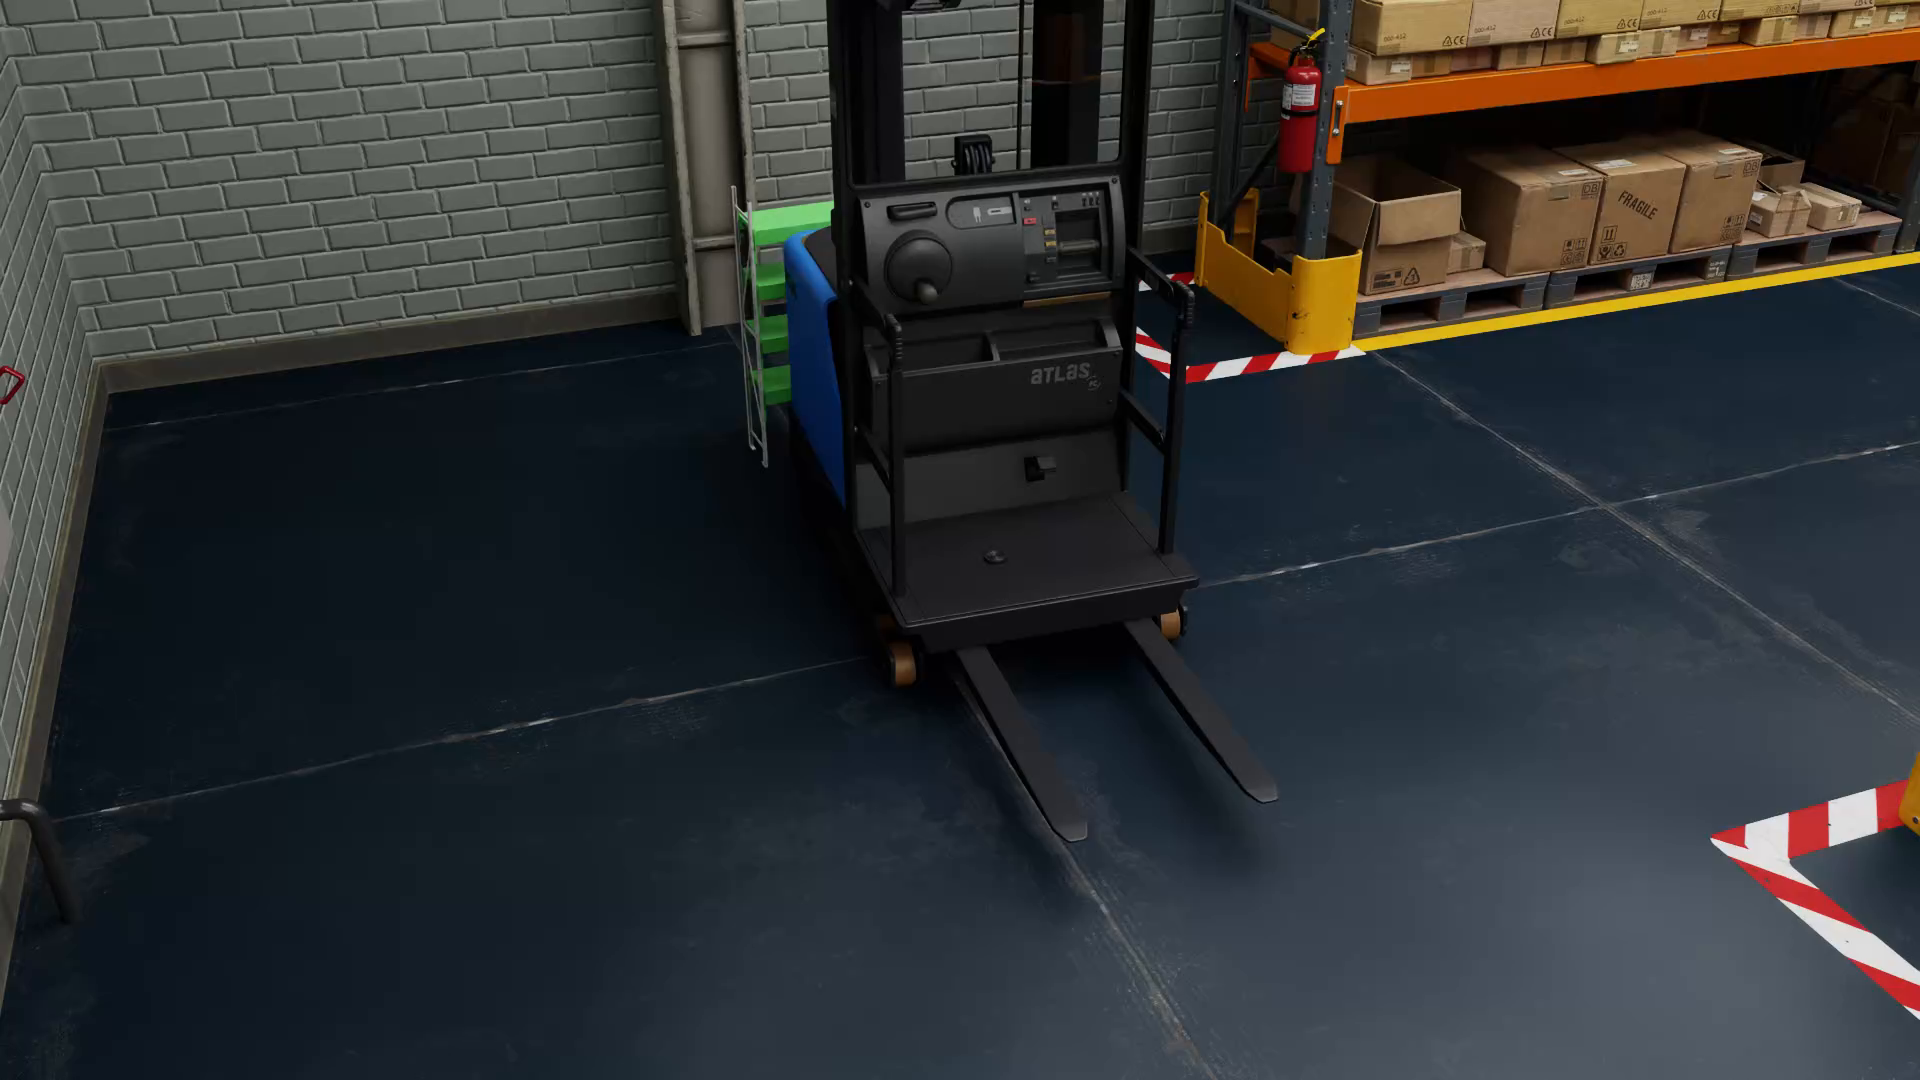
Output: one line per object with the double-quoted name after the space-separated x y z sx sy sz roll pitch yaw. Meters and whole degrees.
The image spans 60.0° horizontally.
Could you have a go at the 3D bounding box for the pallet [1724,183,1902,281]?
4.685 -1.872 9.823 1.213 0.211 1.003 -10 31 -18 "pallet"

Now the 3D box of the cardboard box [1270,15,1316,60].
1.797 -2.584 8.509 0.250 0.149 0.380 -11 31 -18 "cardboard box"

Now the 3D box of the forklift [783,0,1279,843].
0.185 -0.976 5.503 1.130 2.935 3.031 -9 31 -15 "forklift"

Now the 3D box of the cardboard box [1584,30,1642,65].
3.208 -2.531 8.416 0.250 0.149 0.380 -11 32 -19 "cardboard box"

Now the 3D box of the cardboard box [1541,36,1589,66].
2.945 -2.522 8.400 0.250 0.149 0.380 -10 31 -17 "cardboard box"

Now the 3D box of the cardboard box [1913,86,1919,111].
5.758 -2.518 9.586 0.250 0.149 0.380 -9 31 -15 "cardboard box"

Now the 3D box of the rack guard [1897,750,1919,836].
3.291 0.881 4.698 0.348 0.500 1.175 -10 31 -18 "rack guard"

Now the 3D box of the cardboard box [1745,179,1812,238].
4.574 -1.902 9.396 0.258 0.266 0.396 -9 31 -16 "cardboard box"

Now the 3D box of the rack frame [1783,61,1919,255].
5.329 -3.202 9.340 0.127 3.000 1.000 -10 31 -18 "rack frame"

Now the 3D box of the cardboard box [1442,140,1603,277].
3.001 -1.799 8.978 0.500 0.500 0.700 -9 31 -16 "cardboard box"

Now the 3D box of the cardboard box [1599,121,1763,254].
3.974 -1.978 9.292 0.500 0.500 0.700 -12 32 -19 "cardboard box"

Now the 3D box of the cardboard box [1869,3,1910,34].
4.881 -2.865 9.003 0.250 0.149 0.380 -10 31 -16 "cardboard box"

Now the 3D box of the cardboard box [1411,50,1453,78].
2.206 -2.397 8.181 0.250 0.149 0.380 -10 31 -16 "cardboard box"

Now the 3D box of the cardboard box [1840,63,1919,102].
5.573 -2.777 10.040 0.250 0.149 0.380 -12 32 -20 "cardboard box"

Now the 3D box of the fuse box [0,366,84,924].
-2.558 0.335 4.433 0.414 1.711 0.539 -10 31 -18 "fuse box"

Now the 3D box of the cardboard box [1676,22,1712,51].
3.665 -2.662 8.646 0.250 0.149 0.380 -11 31 -18 "cardboard box"

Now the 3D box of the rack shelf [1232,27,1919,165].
3.454 -2.544 8.912 4.000 0.370 1.077 -10 31 -18 "rack shelf"

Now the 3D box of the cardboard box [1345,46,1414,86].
1.983 -2.332 8.066 0.250 0.149 0.380 -11 31 -18 "cardboard box"

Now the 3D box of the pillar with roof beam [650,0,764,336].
0.239 -3.073 3.054 0.400 9.000 9.100 -10 31 -18 "pillar with roof beam"

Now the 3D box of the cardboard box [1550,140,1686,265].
3.531 -1.844 9.057 0.500 0.500 0.500 -10 31 -17 "cardboard box"

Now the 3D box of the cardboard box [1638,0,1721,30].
3.517 -2.803 8.491 0.500 0.250 0.500 -11 32 -19 "cardboard box"

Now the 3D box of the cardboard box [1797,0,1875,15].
4.472 -2.971 8.786 0.500 0.250 0.500 -10 31 -17 "cardboard box"

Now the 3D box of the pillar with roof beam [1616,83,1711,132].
5.863 -4.109 4.872 0.400 9.000 9.100 -10 31 -18 "pillar with roof beam"

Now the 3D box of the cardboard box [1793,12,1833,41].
4.391 -2.777 8.847 0.250 0.149 0.380 -10 31 -16 "cardboard box"

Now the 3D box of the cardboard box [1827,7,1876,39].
4.646 -2.809 8.904 0.250 0.149 0.380 -10 31 -16 "cardboard box"

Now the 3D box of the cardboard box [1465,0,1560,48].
2.571 -2.616 8.162 0.500 0.250 0.500 -10 31 -17 "cardboard box"

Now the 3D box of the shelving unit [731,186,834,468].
-0.673 -0.943 7.192 0.503 1.200 0.258 -12 32 -20 "shelving unit"

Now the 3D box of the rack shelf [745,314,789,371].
-0.673 -0.887 7.224 0.480 0.148 0.258 -12 32 -20 "rack shelf"

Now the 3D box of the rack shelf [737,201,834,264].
-0.673 -1.304 6.986 0.480 0.148 0.258 -12 32 -20 "rack shelf"

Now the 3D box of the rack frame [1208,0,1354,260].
1.580 -2.511 8.128 0.127 3.000 1.000 -10 31 -18 "rack frame"

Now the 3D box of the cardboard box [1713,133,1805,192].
4.627 -2.211 9.893 0.500 0.311 0.500 -9 31 -16 "cardboard box"

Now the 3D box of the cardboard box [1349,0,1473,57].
2.099 -2.529 8.009 0.500 0.250 0.500 -10 31 -17 "cardboard box"

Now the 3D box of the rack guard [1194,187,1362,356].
1.651 -1.438 8.769 0.348 0.500 1.175 -10 31 -18 "rack guard"

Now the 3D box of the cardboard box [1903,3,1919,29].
5.118 -2.920 9.099 0.250 0.149 0.380 -10 31 -17 "cardboard box"

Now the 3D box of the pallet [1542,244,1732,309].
3.539 -1.659 9.450 1.213 0.211 1.003 -10 31 -18 "pallet"

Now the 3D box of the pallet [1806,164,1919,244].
6.078 -2.148 10.307 1.213 0.211 1.003 -10 31 -18 "pallet"

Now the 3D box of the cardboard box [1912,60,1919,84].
5.736 -2.676 9.562 0.250 0.149 0.380 -11 31 -18 "cardboard box"

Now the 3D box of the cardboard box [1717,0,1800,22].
4.000 -2.891 8.646 0.500 0.250 0.500 -11 31 -18 "cardboard box"

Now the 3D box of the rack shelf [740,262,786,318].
-0.673 -1.096 7.105 0.480 0.148 0.258 -12 32 -20 "rack shelf"

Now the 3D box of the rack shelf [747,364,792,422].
-0.673 -0.679 7.343 0.480 0.148 0.258 -12 32 -20 "rack shelf"

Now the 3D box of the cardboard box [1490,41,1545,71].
2.698 -2.474 8.315 0.250 0.149 0.380 -9 31 -16 "cardboard box"

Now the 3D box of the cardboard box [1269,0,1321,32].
1.918 -2.778 8.447 0.500 0.250 0.500 -10 31 -16 "cardboard box"

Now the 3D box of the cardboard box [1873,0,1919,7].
4.936 -3.065 8.950 0.500 0.250 0.500 -10 31 -16 "cardboard box"

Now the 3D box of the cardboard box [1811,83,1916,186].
5.686 -2.520 10.244 0.500 0.500 0.500 -11 31 -18 "cardboard box"

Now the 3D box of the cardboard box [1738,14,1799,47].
4.161 -2.719 8.747 0.250 0.149 0.380 -11 31 -18 "cardboard box"

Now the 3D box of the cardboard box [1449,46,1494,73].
2.440 -2.458 8.289 0.250 0.149 0.380 -11 31 -18 "cardboard box"

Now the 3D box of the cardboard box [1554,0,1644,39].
3.045 -2.705 8.318 0.500 0.250 0.500 -11 31 -19 "cardboard box"

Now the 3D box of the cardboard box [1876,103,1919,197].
5.860 -2.277 9.818 0.500 0.500 0.500 -9 31 -15 "cardboard box"

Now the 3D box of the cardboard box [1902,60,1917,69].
5.818 -2.825 10.124 0.250 0.149 0.380 -10 31 -18 "cardboard box"

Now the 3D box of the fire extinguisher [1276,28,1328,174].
1.603 -2.076 7.818 0.183 0.674 0.296 -10 31 -18 "fire extinguisher"

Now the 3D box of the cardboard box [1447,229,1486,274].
2.598 -1.572 8.935 0.250 0.149 0.380 -12 32 -20 "cardboard box"

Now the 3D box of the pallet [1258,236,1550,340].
2.398 -1.451 9.083 1.213 0.211 1.003 -10 31 -18 "pallet"

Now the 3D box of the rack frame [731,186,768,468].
-0.897 -0.895 7.108 0.015 1.200 0.240 -12 32 -20 "rack frame"

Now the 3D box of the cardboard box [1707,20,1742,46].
3.880 -2.727 8.760 0.250 0.149 0.380 -10 31 -17 "cardboard box"

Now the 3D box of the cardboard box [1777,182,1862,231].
4.909 -1.913 9.533 0.250 0.149 0.380 -11 32 -19 "cardboard box"

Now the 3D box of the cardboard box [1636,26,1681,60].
3.448 -2.586 8.512 0.250 0.149 0.380 -10 31 -16 "cardboard box"

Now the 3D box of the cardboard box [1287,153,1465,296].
2.186 -1.671 8.750 0.637 0.503 0.797 -12 32 -20 "cardboard box"
